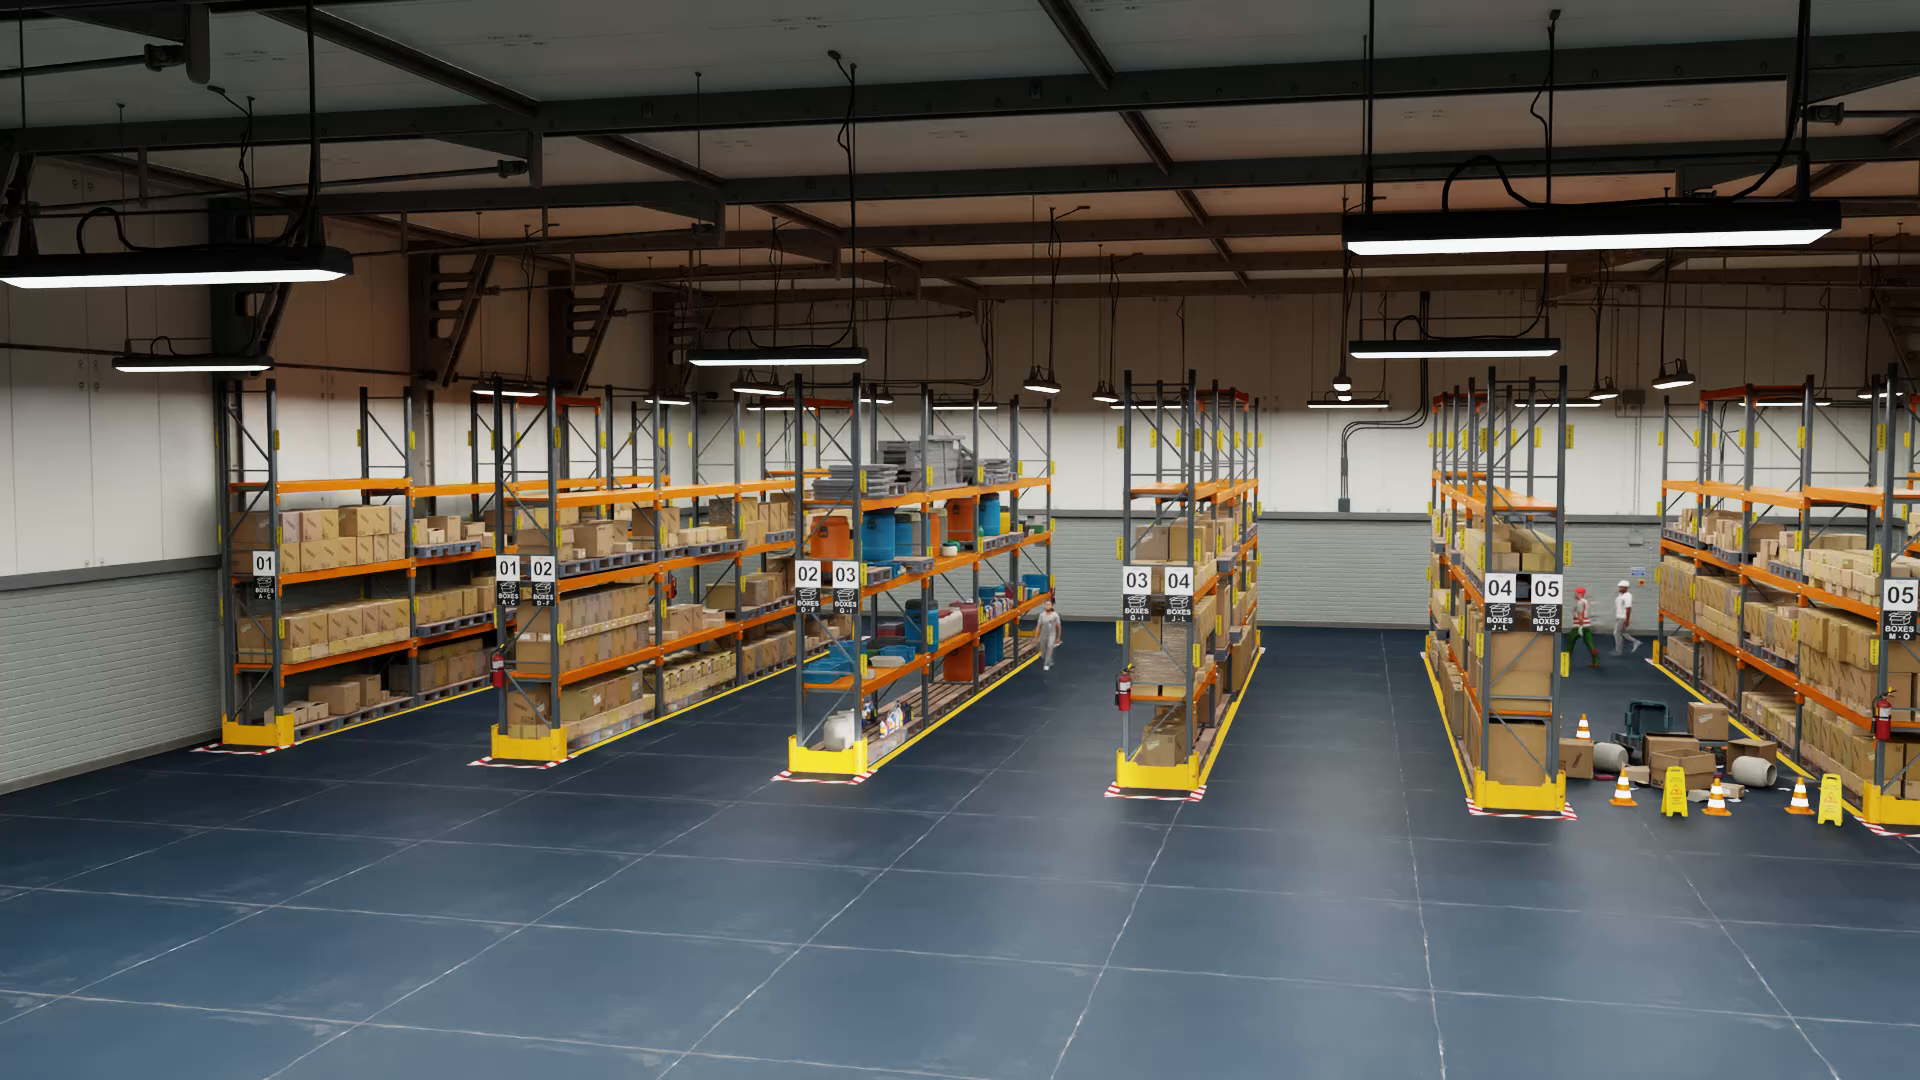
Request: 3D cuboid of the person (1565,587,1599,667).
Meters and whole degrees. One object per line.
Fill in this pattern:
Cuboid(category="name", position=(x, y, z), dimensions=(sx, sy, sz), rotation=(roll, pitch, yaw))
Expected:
Cuboid(category="person", position=(13.656, 1.904, 36.641), dimensions=(0.496, 1.736, 1.012), rotation=(-2, 4, -29))

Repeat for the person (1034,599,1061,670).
Cuboid(category="person", position=(1.815, 1.949, 34.435), dimensions=(0.499, 1.426, 1.067), rotation=(1, 4, 17))

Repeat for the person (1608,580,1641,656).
Cuboid(category="person", position=(15.396, 1.809, 38.477), dimensions=(0.750, 1.753, 0.574), rotation=(1, 4, 13))
